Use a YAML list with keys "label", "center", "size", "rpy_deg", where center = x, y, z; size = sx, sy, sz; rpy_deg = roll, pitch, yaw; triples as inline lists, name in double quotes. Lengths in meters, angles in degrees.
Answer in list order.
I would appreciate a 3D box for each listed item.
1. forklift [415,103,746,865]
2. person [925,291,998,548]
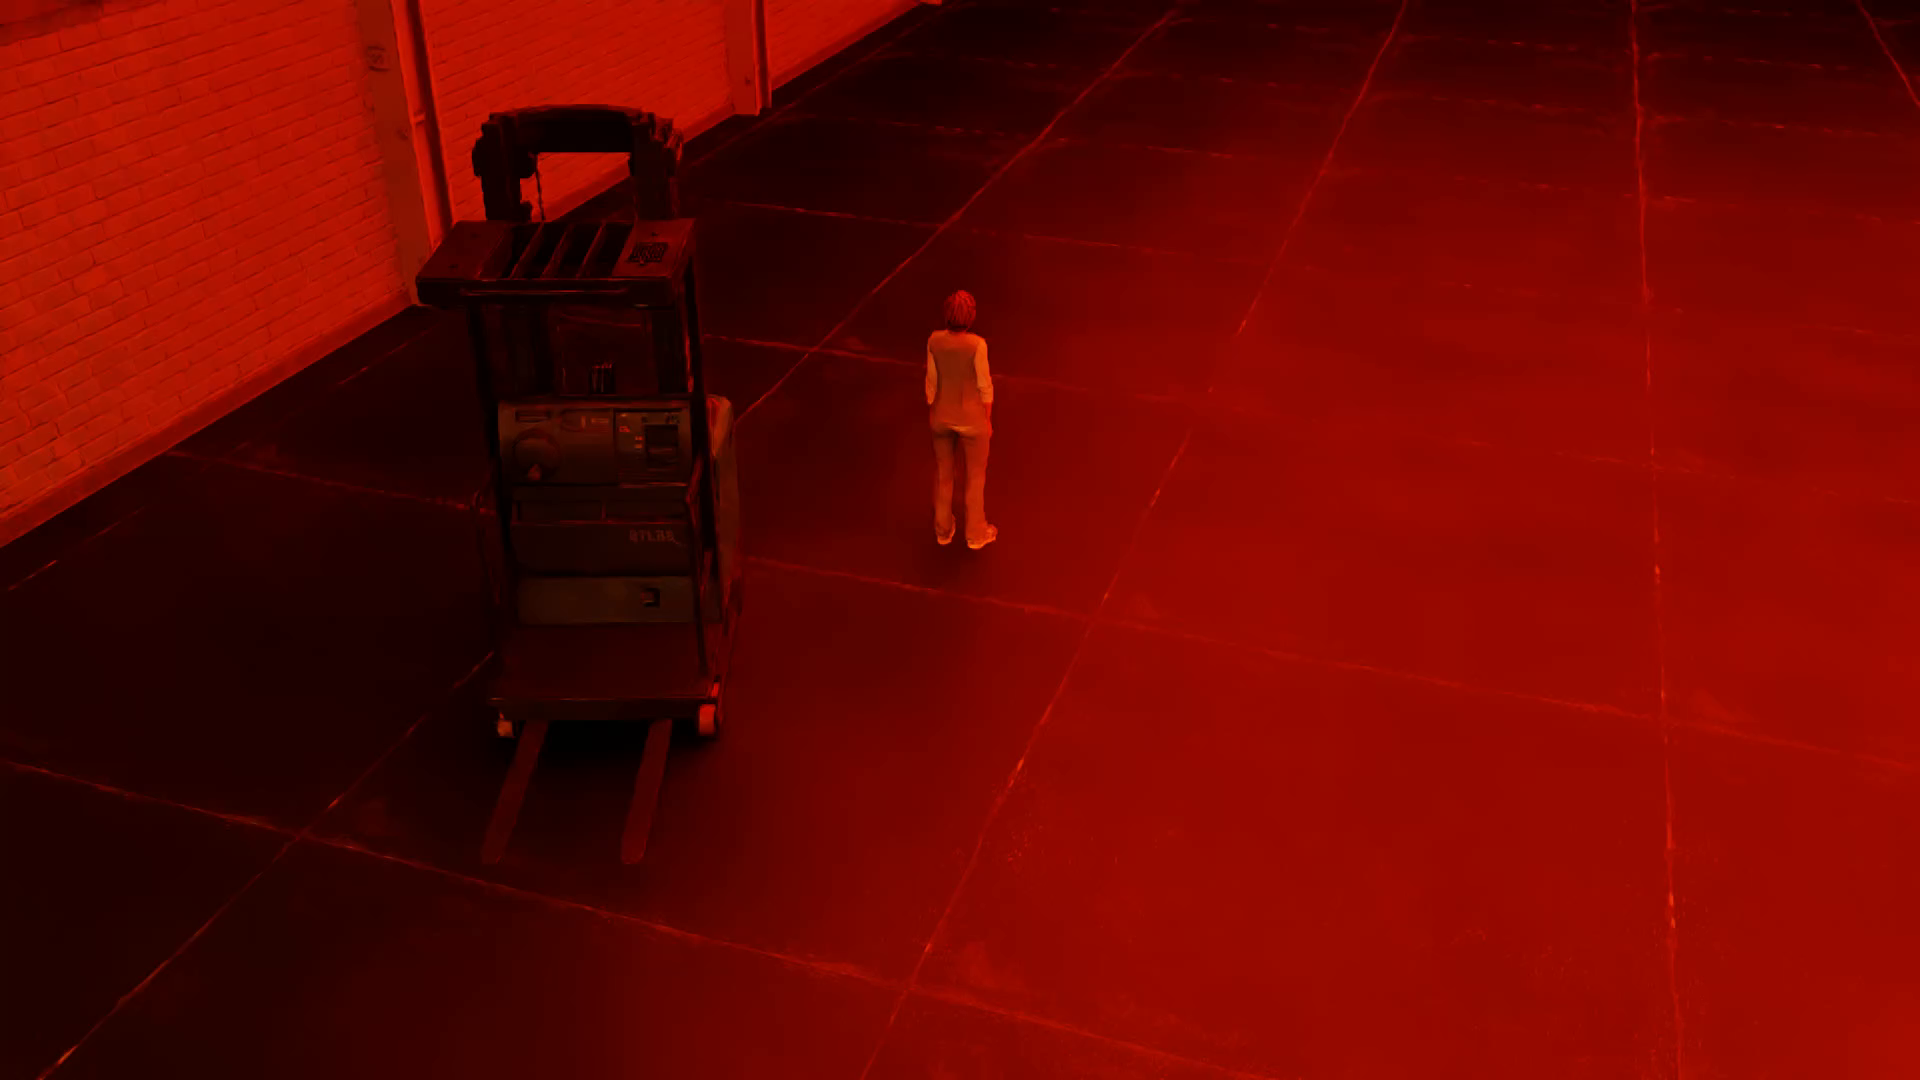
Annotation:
- label: "forklift"
  center: [-1.764, -0.431, 7.893]
  size: [1.130, 2.935, 3.031]
  rpy_deg: [-1, 30, -1]
- label: "person"
  center: [0.003, -0.699, 9.707]
  size: [0.405, 1.604, 0.310]
  rpy_deg: [10, 31, 16]
